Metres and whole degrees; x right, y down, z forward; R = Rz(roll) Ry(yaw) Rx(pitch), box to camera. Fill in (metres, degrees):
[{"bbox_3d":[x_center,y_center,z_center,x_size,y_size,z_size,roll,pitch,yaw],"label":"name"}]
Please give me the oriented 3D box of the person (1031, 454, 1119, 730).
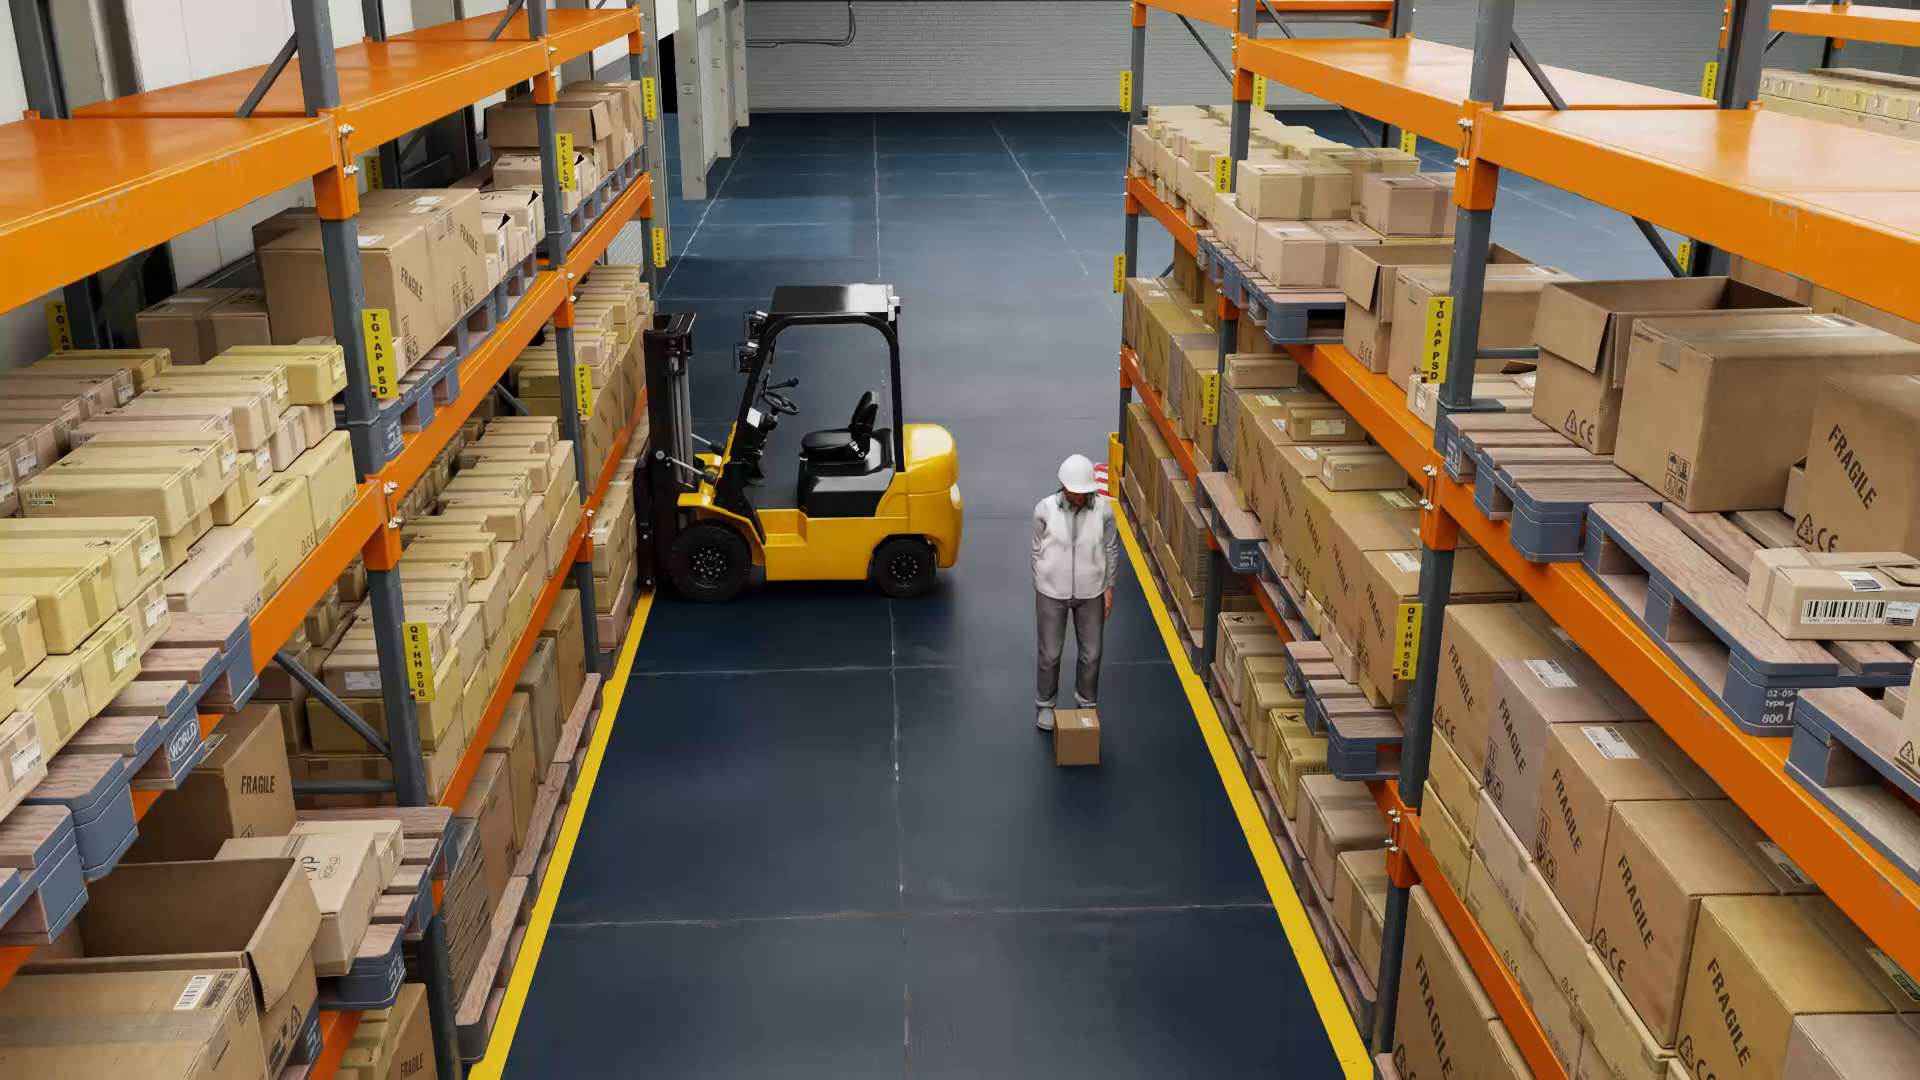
[{"bbox_3d":[0.701,0.313,10.212,0.535,1.763,0.363,-1,20,-3],"label":"person"}]
